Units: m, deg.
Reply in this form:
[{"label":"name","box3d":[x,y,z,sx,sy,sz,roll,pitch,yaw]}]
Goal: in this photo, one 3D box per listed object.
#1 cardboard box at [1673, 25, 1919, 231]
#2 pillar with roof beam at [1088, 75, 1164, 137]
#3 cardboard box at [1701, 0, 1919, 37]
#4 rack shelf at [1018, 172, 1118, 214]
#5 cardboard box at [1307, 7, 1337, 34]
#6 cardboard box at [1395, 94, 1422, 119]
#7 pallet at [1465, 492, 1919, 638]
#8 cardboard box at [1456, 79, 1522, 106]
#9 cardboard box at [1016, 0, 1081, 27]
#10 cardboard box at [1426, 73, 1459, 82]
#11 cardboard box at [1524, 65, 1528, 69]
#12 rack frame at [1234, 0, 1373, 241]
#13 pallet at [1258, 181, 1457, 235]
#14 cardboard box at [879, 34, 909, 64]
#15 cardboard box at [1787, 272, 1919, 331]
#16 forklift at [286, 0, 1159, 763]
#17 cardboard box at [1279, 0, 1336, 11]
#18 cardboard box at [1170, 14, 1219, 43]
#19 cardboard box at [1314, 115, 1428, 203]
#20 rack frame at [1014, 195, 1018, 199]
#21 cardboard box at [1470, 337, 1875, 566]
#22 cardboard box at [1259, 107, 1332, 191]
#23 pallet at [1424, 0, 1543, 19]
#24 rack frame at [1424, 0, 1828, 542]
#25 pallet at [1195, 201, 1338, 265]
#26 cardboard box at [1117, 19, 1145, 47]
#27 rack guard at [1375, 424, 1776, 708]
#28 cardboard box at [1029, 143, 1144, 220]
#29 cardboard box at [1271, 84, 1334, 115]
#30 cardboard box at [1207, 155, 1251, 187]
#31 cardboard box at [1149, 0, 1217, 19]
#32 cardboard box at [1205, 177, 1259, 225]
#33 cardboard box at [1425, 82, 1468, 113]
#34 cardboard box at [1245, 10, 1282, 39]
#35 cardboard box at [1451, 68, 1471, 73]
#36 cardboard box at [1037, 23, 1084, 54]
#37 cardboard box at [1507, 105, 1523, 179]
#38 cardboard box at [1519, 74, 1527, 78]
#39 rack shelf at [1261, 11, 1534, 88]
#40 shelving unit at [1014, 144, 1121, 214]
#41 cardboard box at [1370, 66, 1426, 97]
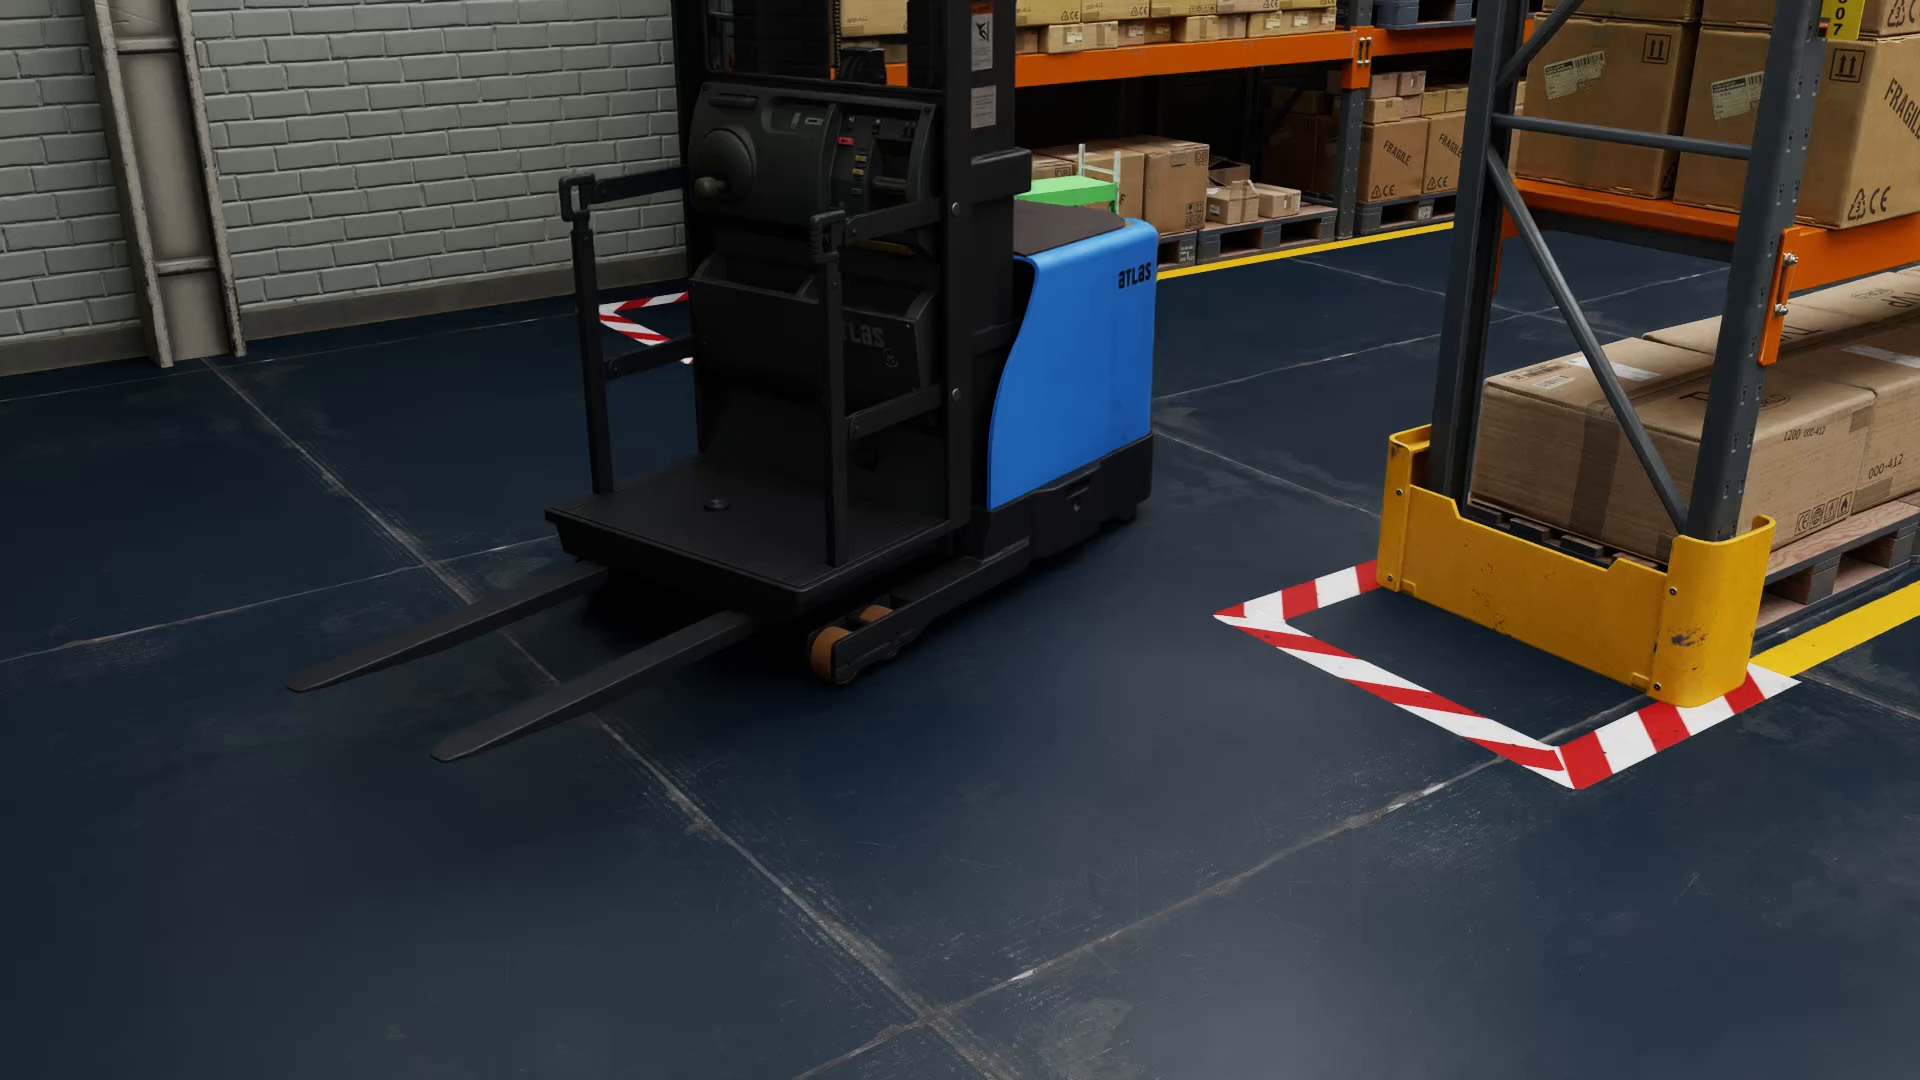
[{"label":"cardboard box","box3d":[2.419,-1.190,4.697,0.500,0.500,0.500,-15,26,-33]},{"label":"pillar with roof beam","box3d":[3.629,-5.096,6.526,0.400,9.000,9.100,-15,26,-33]},{"label":"cardboard box","box3d":[2.417,-1.655,4.513,0.500,0.500,0.500,-16,27,-34]},{"label":"rack shelf","box3d":[0.345,-1.309,6.436,0.480,0.148,0.258,-14,26,-32]},{"label":"cardboard box","box3d":[2.095,-3.223,10.265,0.250,0.149,0.380,-15,26,-32]},{"label":"cardboard box","box3d":[2.832,-2.901,11.049,0.250,0.149,0.380,-16,27,-34]},{"label":"pallet","box3d":[2.465,-0.028,5.681,1.213,0.211,1.003,-15,26,-33]},{"label":"cardboard box","box3d":[3.676,-3.119,11.596,0.250,0.149,0.380,-14,26,-31]},{"label":"cardboard box","box3d":[0.304,-2.924,8.979,0.500,0.250,0.500,-16,26,-34]},{"label":"cardboard box","box3d":[3.362,-3.279,11.998,0.250,0.149,0.380,-14,26,-32]},{"label":"cardboard box","box3d":[4.187,-3.508,12.572,0.250,0.149,0.380,-16,27,-35]},{"label":"rack frame","box3d":[2.206,-3.485,10.582,0.127,3.000,1.000,-15,26,-33]},{"label":"pallet","box3d":[2.844,-2.377,11.568,1.213,0.211,1.003,-15,26,-33]},{"label":"cardboard box","box3d":[-0.434,-2.560,8.603,0.250,0.149,0.380,-14,26,-32]},{"label":"cardboard box","box3d":[3.810,-0.700,6.493,0.875,0.438,0.875,-16,27,-34]},{"label":"forklift","box3d":[-0.584,-1.147,4.816,1.130,2.935,3.031,16,27,34]},{"label":"cardboard box","box3d":[1.935,-3.369,10.094,0.500,0.250,0.500,-14,26,-32]},{"label":"cardboard box","box3d":[1.280,-2.984,9.666,0.250,0.149,0.380,-15,26,-34]},{"label":"cardboard box","box3d":[2.730,-2.556,11.060,0.500,0.500,0.500,-14,25,-31]},{"label":"rack frame","box3d":[0.144,-0.872,6.462,0.015,1.200,0.240,-14,26,-32]},{"label":"cardboard box","box3d":[2.339,-0.304,5.502,0.875,0.438,0.875,-16,27,-35]},{"label":"cardboard box","box3d":[2.432,-2.714,11.456,0.500,0.500,0.500,-15,26,-33]},{"label":"pallet","box3d":[3.877,-3.839,11.728,1.213,0.211,1.003,-15,26,-33]},{"label":"rack frame","box3d":[1.861,-1.126,4.672,0.127,3.000,1.000,-15,26,-33]},{"label":"pallet","box3d":[1.648,-2.041,10.727,1.213,0.211,1.003,-15,26,-33]},{"label":"cardboard box","box3d":[0.832,-2.894,9.441,0.250,0.149,0.380,-15,26,-33]},{"label":"rack guard","box3d":[1.842,0.040,5.122,0.348,0.500,1.175,-15,26,-33]},{"label":"cardboard box","box3d":[0.715,-2.014,9.703,0.500,0.500,0.500,-14,26,-32]},{"label":"cardboard box","box3d":[2.337,-2.986,11.264,0.250,0.149,0.380,-16,27,-35]},{"label":"cardboard box","box3d":[1.532,-2.359,10.822,0.500,0.311,0.500,-14,26,-31]},{"label":"cardboard box","box3d":[1.125,-3.153,9.551,0.500,0.250,0.500,-15,26,-33]},{"label":"cardboard box","box3d":[1.636,-2.124,10.293,0.258,0.266,0.396,-14,26,-31]},{"label":"cardboard box","box3d":[3.249,-3.023,11.356,0.250,0.149,0.380,-15,26,-34]},{"label":"cardboard box","box3d":[1.699,-3.096,9.948,0.250,0.149,0.380,-14,26,-31]},{"label":"cardboard box","box3d":[3.829,-3.371,12.227,0.250,0.149,0.380,-15,26,-33]},{"label":"cardboard box","box3d":[0.461,-2.755,9.091,0.250,0.149,0.380,-16,27,-34]},{"label":"cardboard box","box3d":[3.565,-2.781,11.623,0.500,0.500,0.500,-16,27,-34]},{"label":"cardboard box","box3d":[4.108,-3.224,11.860,0.250,0.149,0.380,-16,27,-35]},{"label":"rack shelf","box3d":[3.830,-3.583,11.800,4.000,0.370,1.077,-15,26,-33]},{"label":"shelving unit","box3d":[0.345,-0.923,6.590,0.503,1.200,0.258,-14,26,-32]},{"label":"cardboard box","box3d":[2.836,-3.026,10.963,0.250,0.149,0.380,-16,27,-35]}]
